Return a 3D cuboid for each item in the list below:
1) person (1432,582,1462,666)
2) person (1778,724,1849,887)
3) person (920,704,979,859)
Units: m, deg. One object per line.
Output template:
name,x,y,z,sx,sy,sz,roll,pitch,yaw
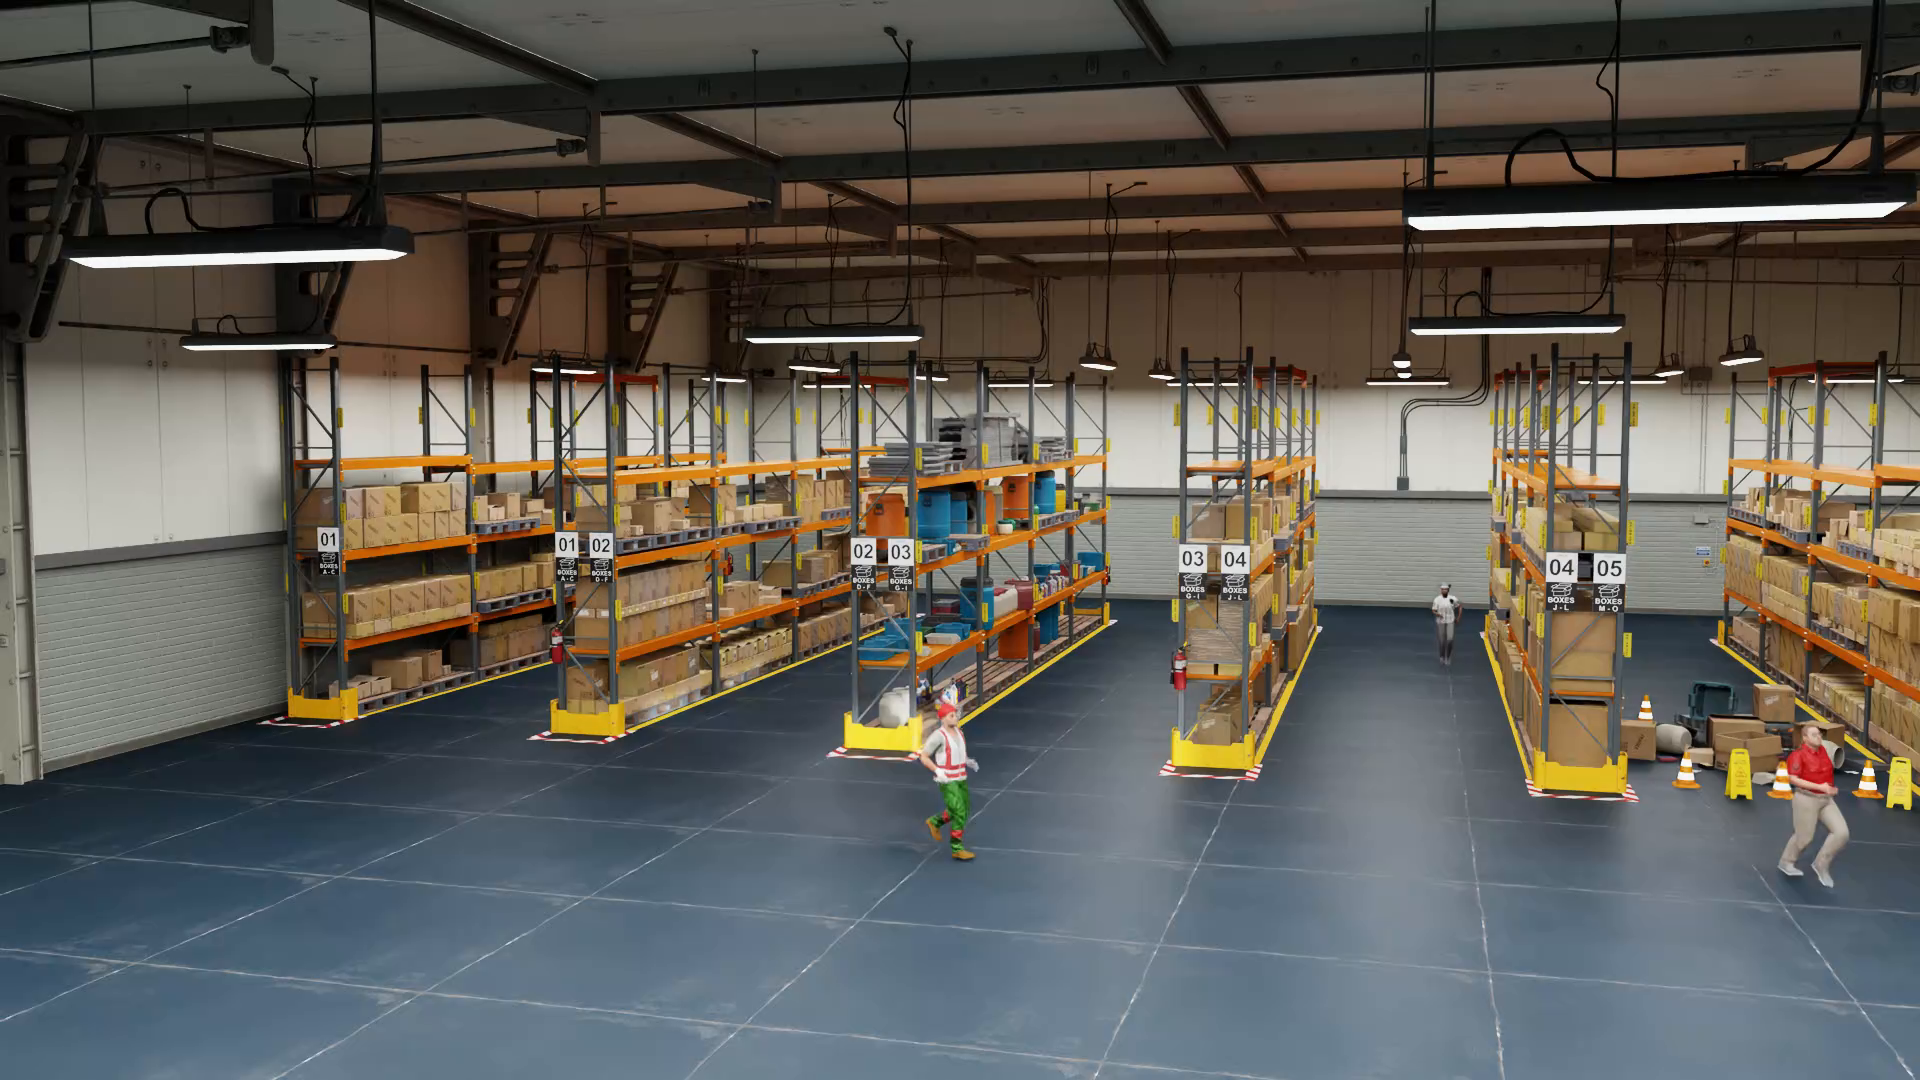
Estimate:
person,9.853,1.706,33.700,0.569,1.707,0.703,1,4,18
person,9.203,2.859,17.899,0.671,1.754,0.720,-1,4,-18
person,-0.139,2.738,18.983,0.767,1.746,0.661,3,5,39
